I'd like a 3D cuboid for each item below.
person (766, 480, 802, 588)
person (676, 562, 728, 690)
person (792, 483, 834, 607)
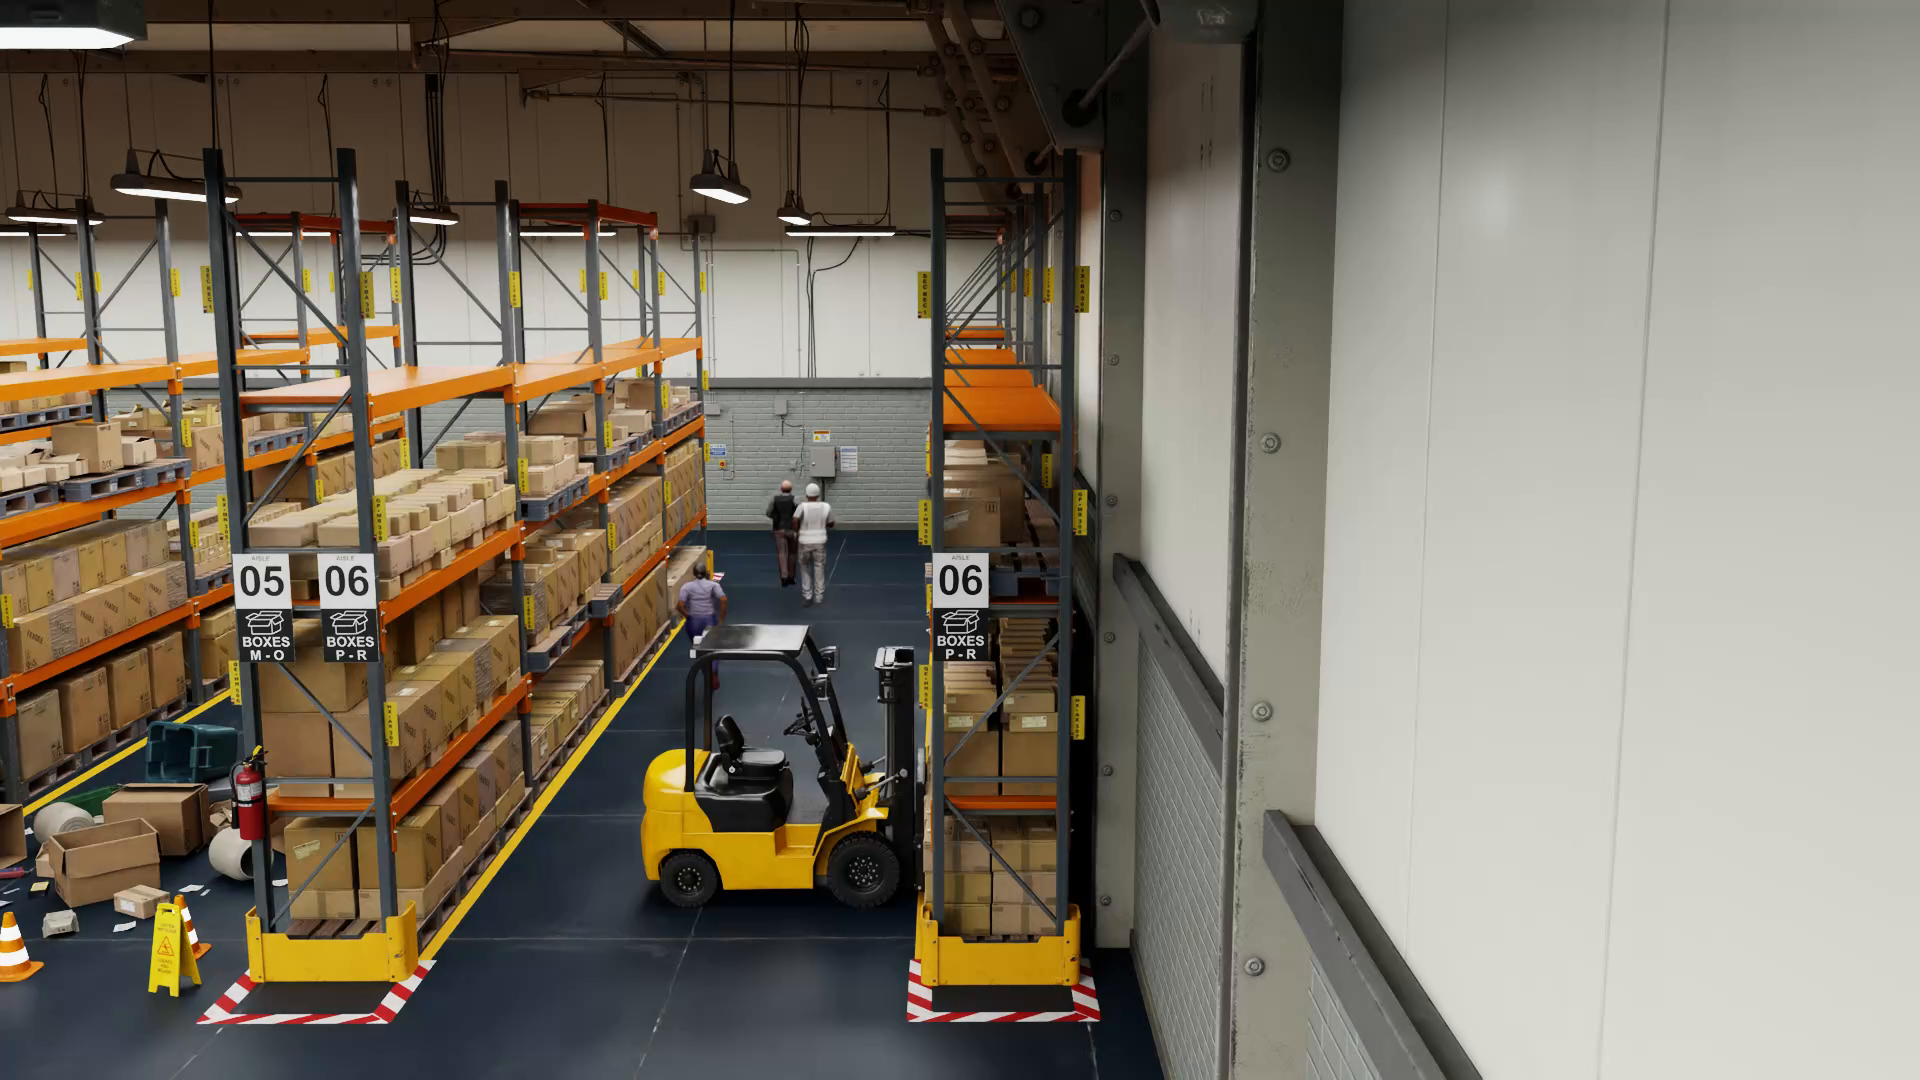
[{"bbox_3d":[-2.790,-0.065,26.567,0.611,1.770,1.046,-1,9,-8],"label":"person"},{"bbox_3d":[-3.153,1.044,20.349,0.619,1.553,0.595,-2,9,-10],"label":"person"},{"bbox_3d":[-2.185,0.097,24.581,0.655,1.893,0.691,-2,9,-12],"label":"person"}]
